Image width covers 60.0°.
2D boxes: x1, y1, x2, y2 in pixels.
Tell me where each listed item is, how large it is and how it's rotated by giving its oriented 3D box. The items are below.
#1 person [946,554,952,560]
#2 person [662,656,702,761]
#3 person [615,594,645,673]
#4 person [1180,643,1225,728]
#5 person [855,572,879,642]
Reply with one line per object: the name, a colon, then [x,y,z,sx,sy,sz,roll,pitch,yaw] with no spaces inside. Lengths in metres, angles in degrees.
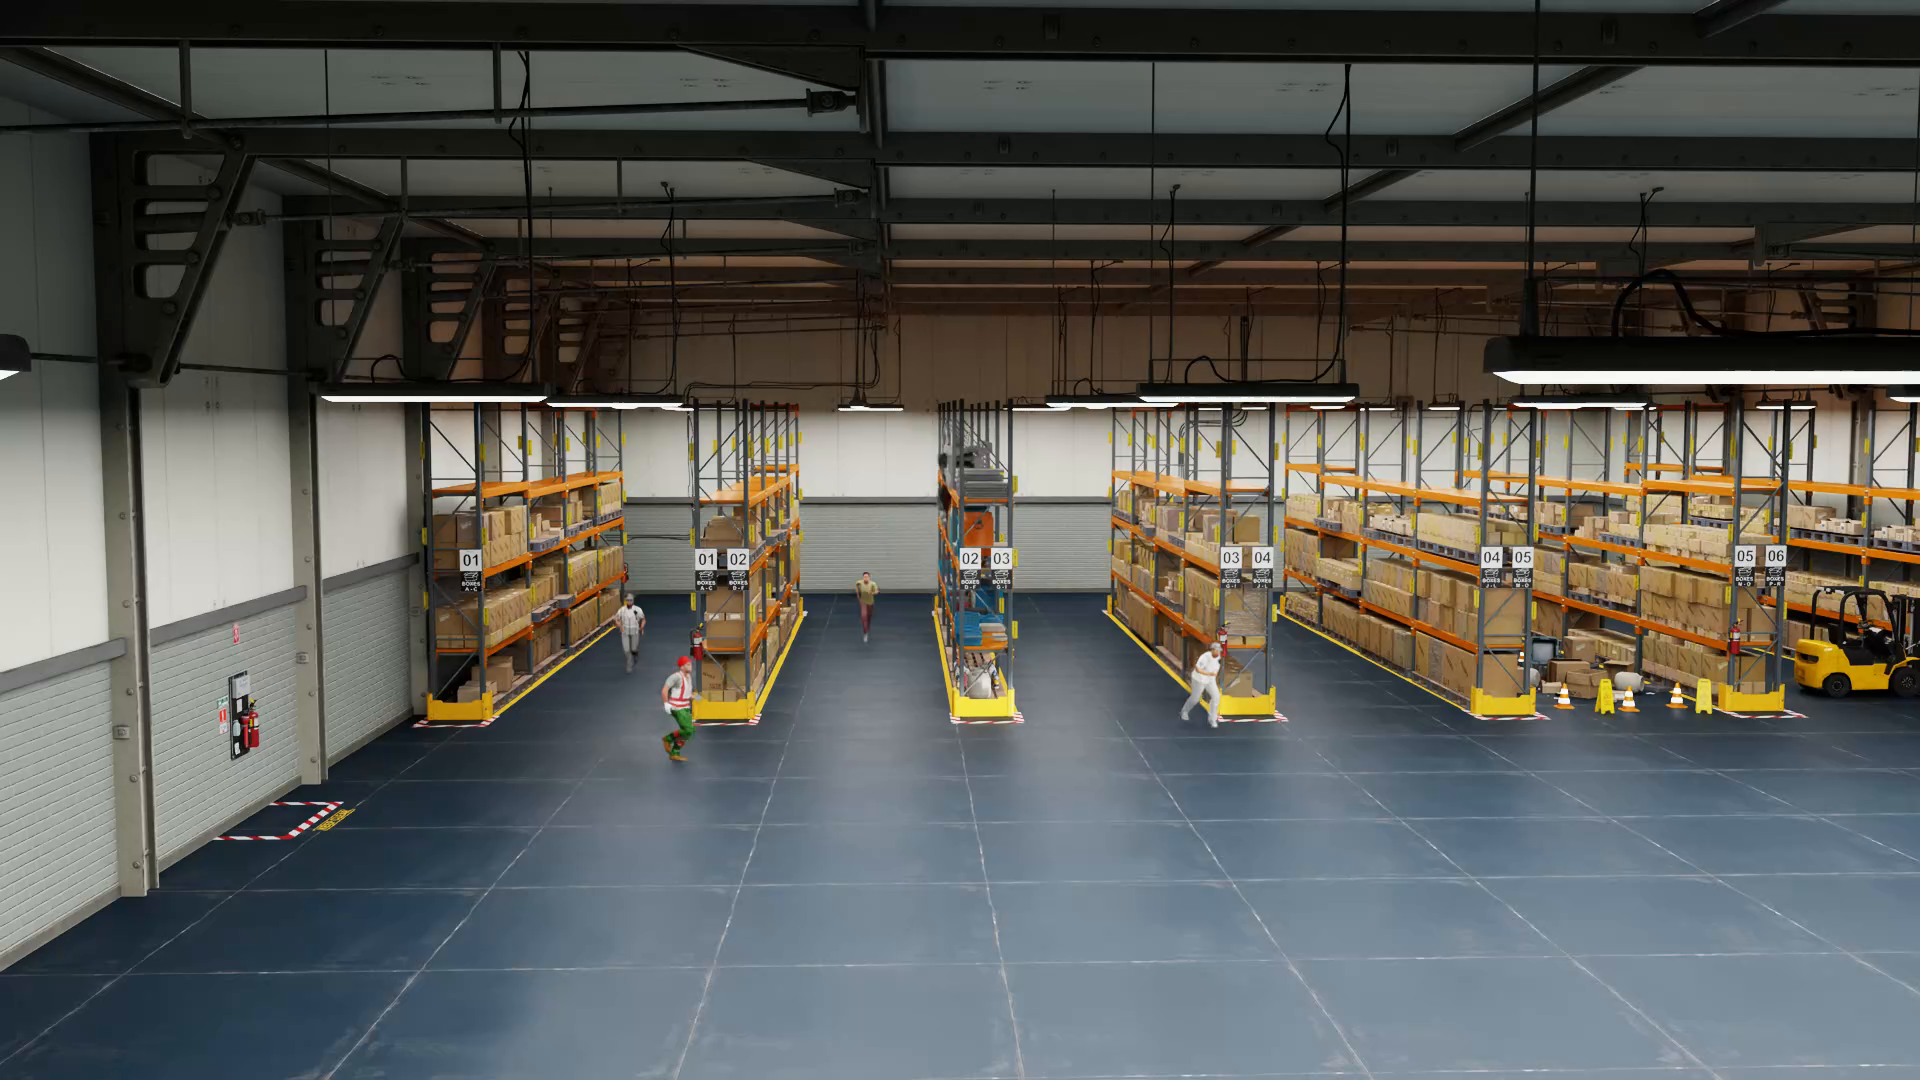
person: [-0.160,1.032,50.746,0.764,1.784,0.634,1,4,9]
person: [-4.577,2.773,27.397,0.637,1.719,0.659,1,5,18]
person: [-7.338,2.056,36.999,0.665,1.746,0.603,-1,4,-8]
person: [4.467,2.647,30.572,0.649,1.621,1.024,-3,5,-37]
person: [-2.282,1.608,40.852,0.575,1.701,0.909,0,4,-6]
